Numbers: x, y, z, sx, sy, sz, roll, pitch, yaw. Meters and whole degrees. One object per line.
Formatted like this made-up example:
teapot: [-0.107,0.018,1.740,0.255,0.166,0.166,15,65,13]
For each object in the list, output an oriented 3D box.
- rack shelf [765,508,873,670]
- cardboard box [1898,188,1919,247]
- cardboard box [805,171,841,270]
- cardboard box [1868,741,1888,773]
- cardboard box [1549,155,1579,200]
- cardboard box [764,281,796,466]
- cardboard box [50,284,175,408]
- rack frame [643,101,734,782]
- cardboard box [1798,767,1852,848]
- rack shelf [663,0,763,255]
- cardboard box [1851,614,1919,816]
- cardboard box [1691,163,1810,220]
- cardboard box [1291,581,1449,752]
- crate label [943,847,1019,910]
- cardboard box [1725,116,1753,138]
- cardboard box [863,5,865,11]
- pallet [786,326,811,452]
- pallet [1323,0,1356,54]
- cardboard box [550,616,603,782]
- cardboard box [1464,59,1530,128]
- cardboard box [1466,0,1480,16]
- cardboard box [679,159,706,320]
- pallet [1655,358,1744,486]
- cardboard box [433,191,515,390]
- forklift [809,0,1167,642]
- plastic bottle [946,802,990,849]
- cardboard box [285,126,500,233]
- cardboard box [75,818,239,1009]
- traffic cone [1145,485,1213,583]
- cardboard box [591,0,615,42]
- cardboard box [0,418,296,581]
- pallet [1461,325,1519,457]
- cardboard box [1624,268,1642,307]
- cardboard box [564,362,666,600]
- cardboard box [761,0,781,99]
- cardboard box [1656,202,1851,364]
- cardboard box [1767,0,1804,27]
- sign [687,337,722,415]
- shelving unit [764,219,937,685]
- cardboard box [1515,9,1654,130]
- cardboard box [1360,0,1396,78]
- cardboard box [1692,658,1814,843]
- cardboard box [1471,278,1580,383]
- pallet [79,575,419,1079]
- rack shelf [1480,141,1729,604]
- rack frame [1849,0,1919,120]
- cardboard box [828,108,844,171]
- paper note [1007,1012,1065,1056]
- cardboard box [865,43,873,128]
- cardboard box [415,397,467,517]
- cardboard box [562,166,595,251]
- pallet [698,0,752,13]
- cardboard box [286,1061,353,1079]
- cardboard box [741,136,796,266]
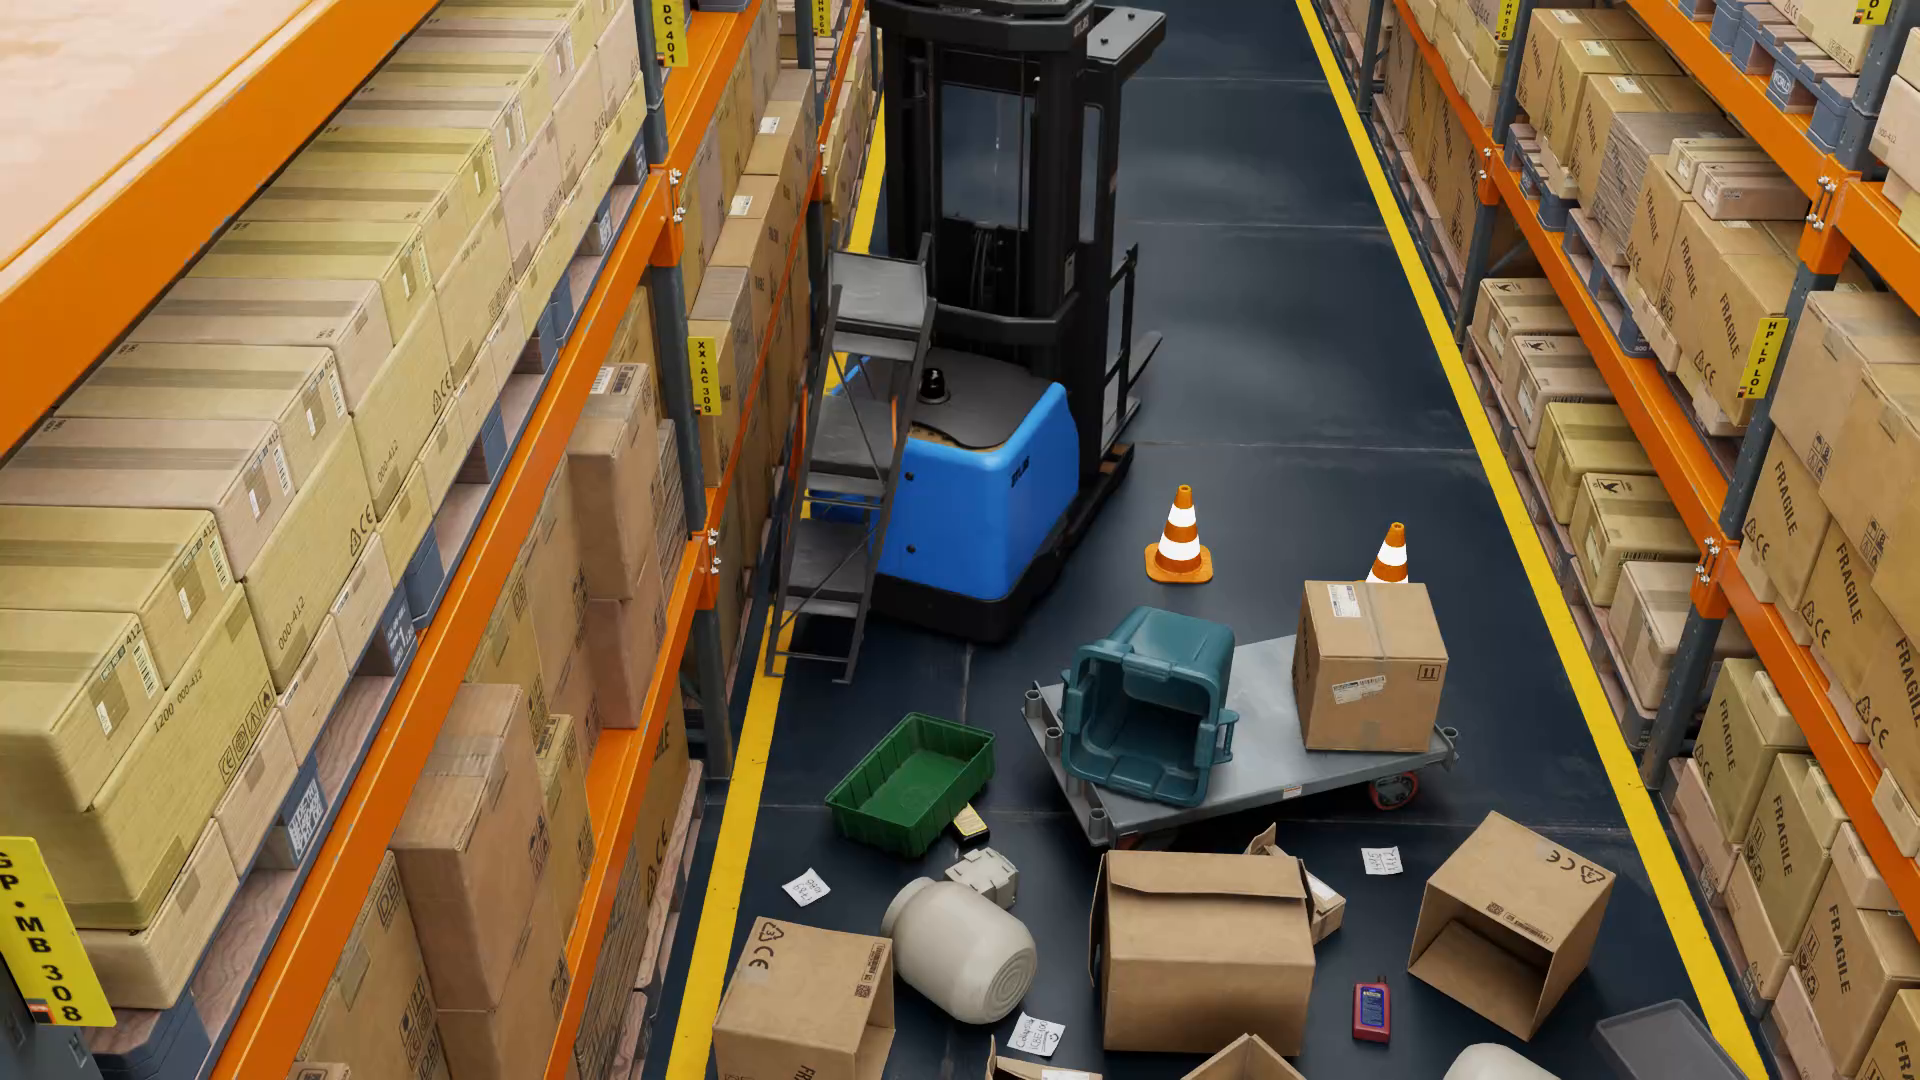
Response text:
rack shelf: [-0.648,0.228,7.608,0.431,0.518,0.480,7,40,-10]
cardboard box: [3.129,-0.972,5.080,0.380,0.149,0.250,1,35,2]
cardboard box: [-1.050,-2.074,10.847,0.500,0.500,0.500,0,35,0]
cardboard box: [3.160,0.701,5.308,0.380,0.149,0.250,1,35,2]
cardboard box: [3.284,-1.880,8.615,0.380,0.149,0.250,2,35,2]
cardboard box: [-1.480,-0.926,8.996,1.050,0.750,0.750,2,35,3]
cardboard box: [-1.873,-0.292,3.314,0.500,0.250,0.500,1,35,2]
rack frame: [-1.494,-0.227,6.410,1.000,3.000,0.127,1,35,2]
cardboard box: [3.079,0.909,5.603,0.380,0.149,0.250,3,35,4]
rack shelf: [-1.414,-2.309,7.389,1.077,0.370,4.000,1,35,2]
cardboard box: [3.130,0.490,5.043,0.500,0.500,0.500,1,35,1]
cardboard box: [3.263,-1.437,6.857,0.380,0.149,0.250,0,35,1]
cardboard box: [1.676,0.519,6.864,0.500,0.500,0.500,1,35,2]
crate label: [0.080,1.366,6.633,0.298,0.136,0.250,-24,42,-30]
cardboard box: [3.824,-1.634,7.702,0.500,0.500,0.500,0,35,0]
cardboard box: [-0.882,-4.422,13.975,0.380,0.149,0.250,3,35,4]
pallet: [-1.441,-0.933,9.839,1.003,0.211,1.213,1,35,2]
pallet: [3.932,-4.764,15.290,1.003,0.211,1.213,1,35,2]
cardboard box: [-1.636,0.548,5.176,0.875,0.550,0.550,1,35,2]
cardboard box: [3.377,-2.704,10.065,0.500,0.250,0.500,0,35,0]
cardboard box: [3.388,-3.517,10.134,0.500,0.500,0.500,2,35,3]
cardboard box: [-1.462,-1.258,6.920,0.700,0.500,0.500,1,35,1]
pallet: [3.632,-0.528,7.005,1.003,0.211,1.213,1,35,2]
cardboard box: [-1.319,-0.570,3.709,0.500,0.250,0.500,1,35,2]
forklift: [0.318,-1.555,8.359,1.130,2.935,3.031,14,37,19]
plastic bottle: [0.003,1.169,6.979,0.133,0.061,0.283,-17,38,-22]
cardboard box: [-1.251,-0.800,3.690,0.380,0.149,0.250,2,35,2]
cardboard box: [-1.321,0.545,2.470,0.380,0.149,0.250,2,35,2]
traffic cone: [1.119,-0.067,8.389,0.336,0.463,0.334,1,35,2]
cardboard box: [-1.201,-1.527,4.724,0.380,0.149,0.250,1,35,2]
cardboard box: [-1.303,-0.067,2.647,0.380,0.149,0.250,1,35,1]
pallet: [3.584,-0.879,9.762,1.003,0.211,1.213,1,35,2]
cardboard box: [3.256,-1.127,7.544,0.380,0.149,0.250,1,35,2]
cardboard box: [-1.449,-0.200,5.302,0.875,0.550,0.550,1,35,2]
cardboard box: [-1.362,-2.717,8.997,0.700,0.500,0.500,1,35,2]
cardboard box: [3.264,-1.060,6.885,0.500,0.500,0.500,2,35,2]
cardboard box: [3.360,-2.138,6.285,0.500,0.250,0.500,2,35,2]
sign: [-0.940,-0.601,6.121,0.100,0.325,0.005,1,35,2]
shelving unit: [-0.506,-0.310,7.160,0.431,2.100,0.503,7,40,-10]
cardboard box: [3.367,-2.550,9.004,0.500,0.500,0.500,0,35,1]
cardboard box: [3.910,-4.248,13.995,0.875,0.438,0.875,1,35,1]
cardboard box: [3.162,0.809,6.310,0.500,0.500,0.500,3,35,4]
cardboard box: [3.584,-1.241,9.773,0.950,0.372,0.625,-1,35,-1]
pallet: [-1.636,0.454,2.909,1.003,0.211,1.213,1,35,2]
rack shelf: [3.536,-1.025,8.171,1.077,0.370,4.000,1,35,2]
rack frame: [3.456,-2.625,4.604,1.000,3.000,0.127,1,35,2]
cardboard box: [-1.044,-2.663,11.032,0.500,0.250,0.500,1,35,1]
paper note: [0.280,1.814,6.095,0.172,0.023,0.155,13,37,18]
cardboard box: [-0.951,-3.541,12.934,0.500,0.500,0.500,1,35,1]
cardboard box: [-1.270,-0.180,3.501,0.380,0.149,0.250,1,35,2]
cardboard box: [-1.219,-0.907,4.535,0.380,0.149,0.250,1,35,2]
pallet: [-1.348,-2.661,7.429,1.003,0.211,1.213,3,35,4]
cardboard box: [-1.601,1.356,3.088,0.875,0.550,0.550,1,35,2]
cardboard box: [-1.125,-1.727,8.457,0.500,0.500,0.500,1,35,1]
